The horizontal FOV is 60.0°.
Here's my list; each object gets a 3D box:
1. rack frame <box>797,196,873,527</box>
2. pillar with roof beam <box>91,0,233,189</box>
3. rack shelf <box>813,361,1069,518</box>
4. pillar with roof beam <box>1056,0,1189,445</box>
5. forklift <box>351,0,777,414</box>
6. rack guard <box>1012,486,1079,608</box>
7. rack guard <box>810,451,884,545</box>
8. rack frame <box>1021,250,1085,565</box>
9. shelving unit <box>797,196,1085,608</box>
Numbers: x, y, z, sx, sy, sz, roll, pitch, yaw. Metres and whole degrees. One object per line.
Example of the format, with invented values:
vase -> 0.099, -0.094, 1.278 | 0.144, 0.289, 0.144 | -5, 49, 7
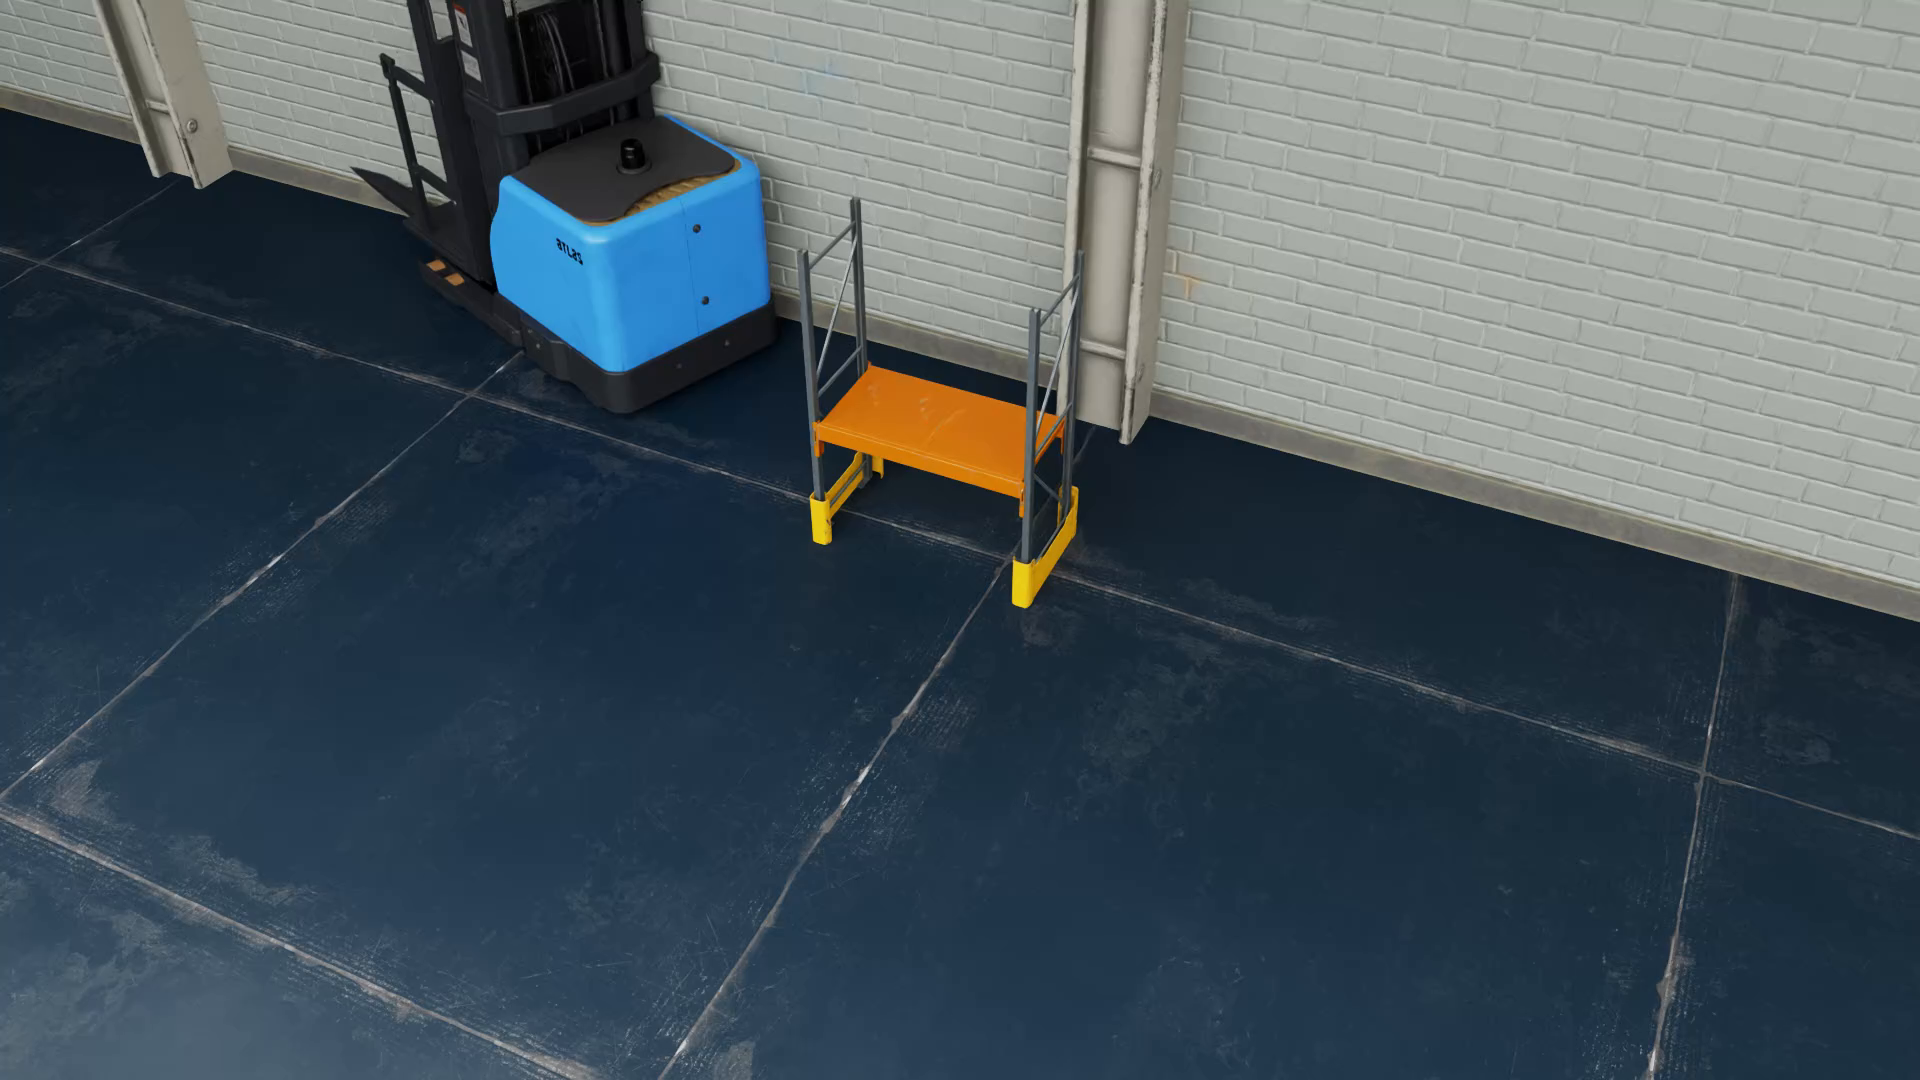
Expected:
rack frame -> -0.538, -0.731, 7.332 | 0.032, 1.500, 0.500 | 17, 44, 19
pillar with roof beam -> -6.539, -3.119, 4.362 | 0.400, 9.000, 9.100 | 17, 44, 19
rack shelf -> -0.077, -0.454, 7.288 | 1.000, 0.185, 0.538 | 17, 44, 19
pillar with roof beam -> -1.102, -1.457, 2.445 | 0.400, 9.000, 9.100 | 17, 44, 19
forklift -> -2.341, -2.606, 8.403 | 1.130, 2.935, 3.031 | -32, 50, -31
rack guard -> 0.382, 0.022, 7.417 | 0.087, 0.250, 0.587 | 17, 44, 19
rack guard -> -0.520, -0.253, 7.736 | 0.087, 0.250, 0.587 | 17, 44, 19
rack frame -> 0.383, -0.450, 7.008 | 0.032, 1.500, 0.500 | 17, 44, 19
shelving unit -> -0.069, -0.588, 7.167 | 1.083, 1.500, 0.587 | 17, 44, 19
